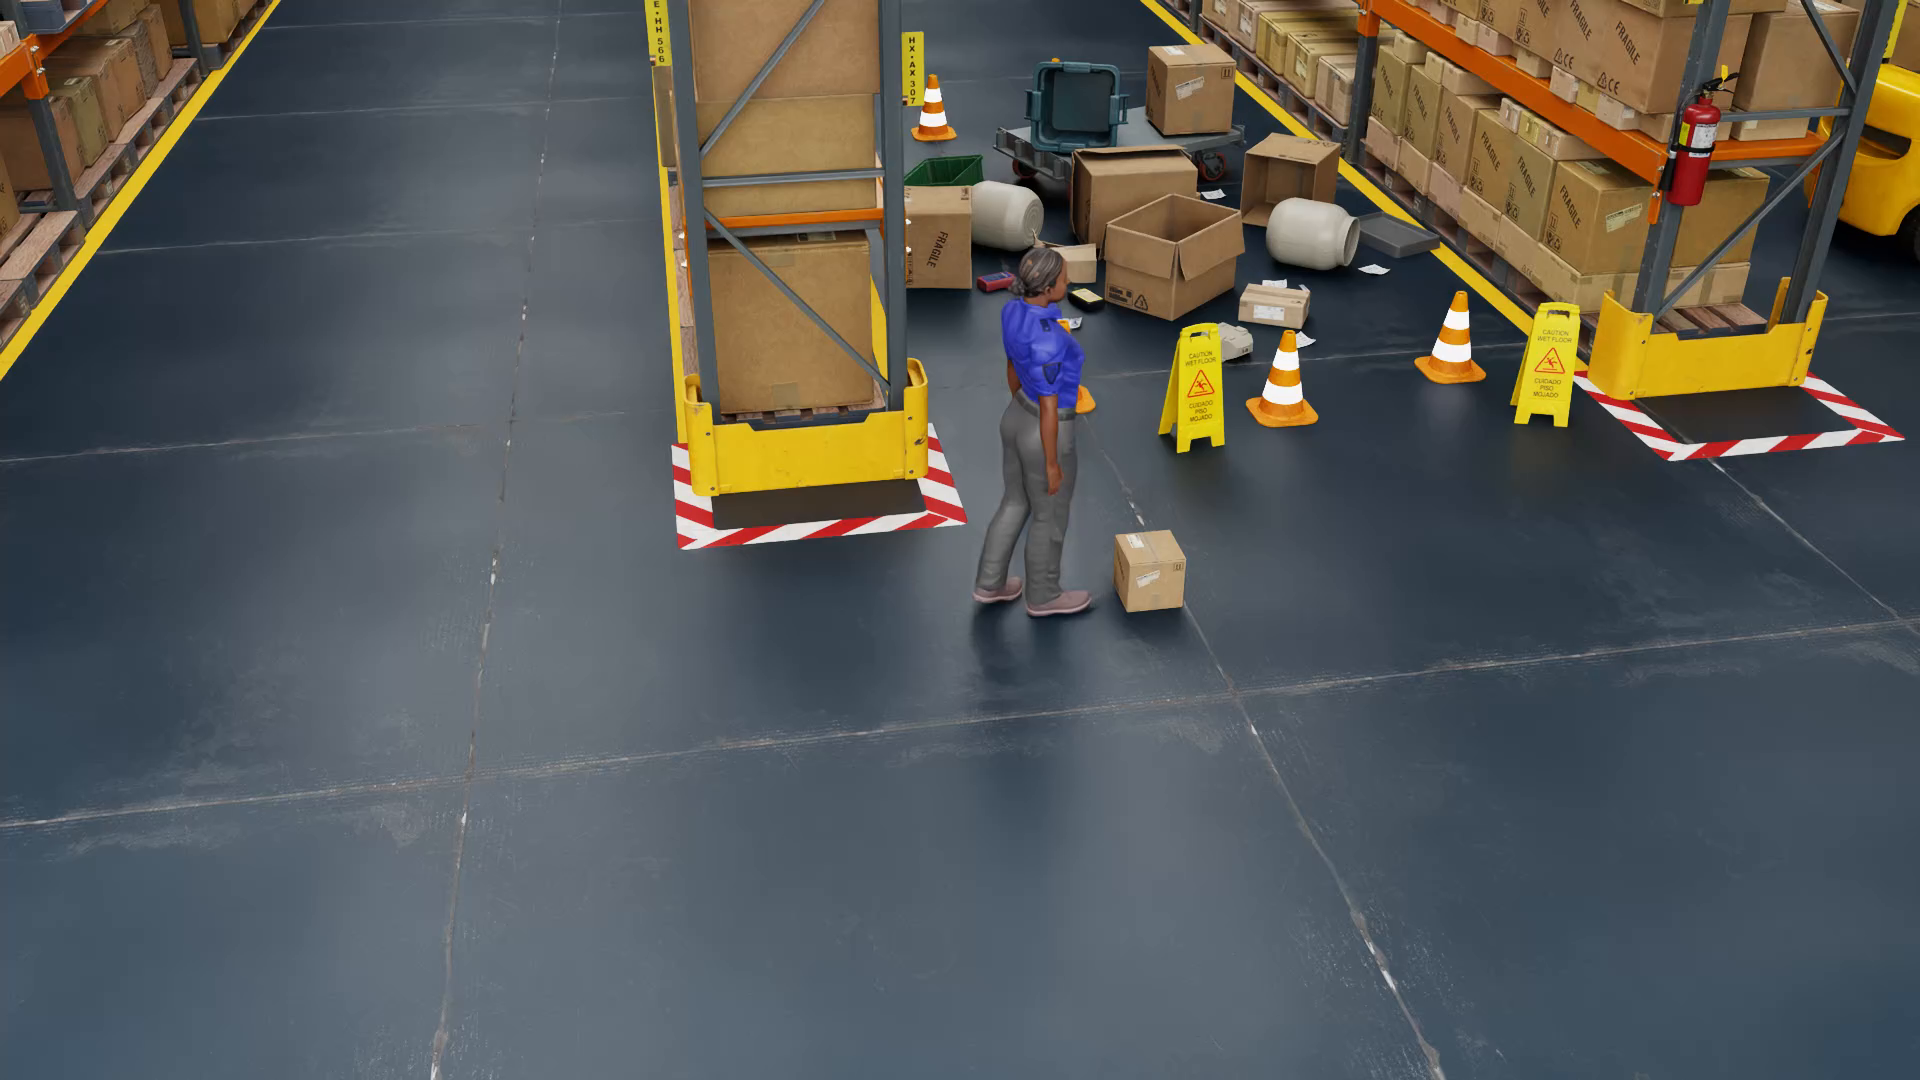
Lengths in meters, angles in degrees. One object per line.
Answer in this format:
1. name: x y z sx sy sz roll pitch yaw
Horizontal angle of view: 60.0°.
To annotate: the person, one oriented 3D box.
1. person: 0.310 -0.423 6.834 0.493 1.665 0.471 -13 33 -20
